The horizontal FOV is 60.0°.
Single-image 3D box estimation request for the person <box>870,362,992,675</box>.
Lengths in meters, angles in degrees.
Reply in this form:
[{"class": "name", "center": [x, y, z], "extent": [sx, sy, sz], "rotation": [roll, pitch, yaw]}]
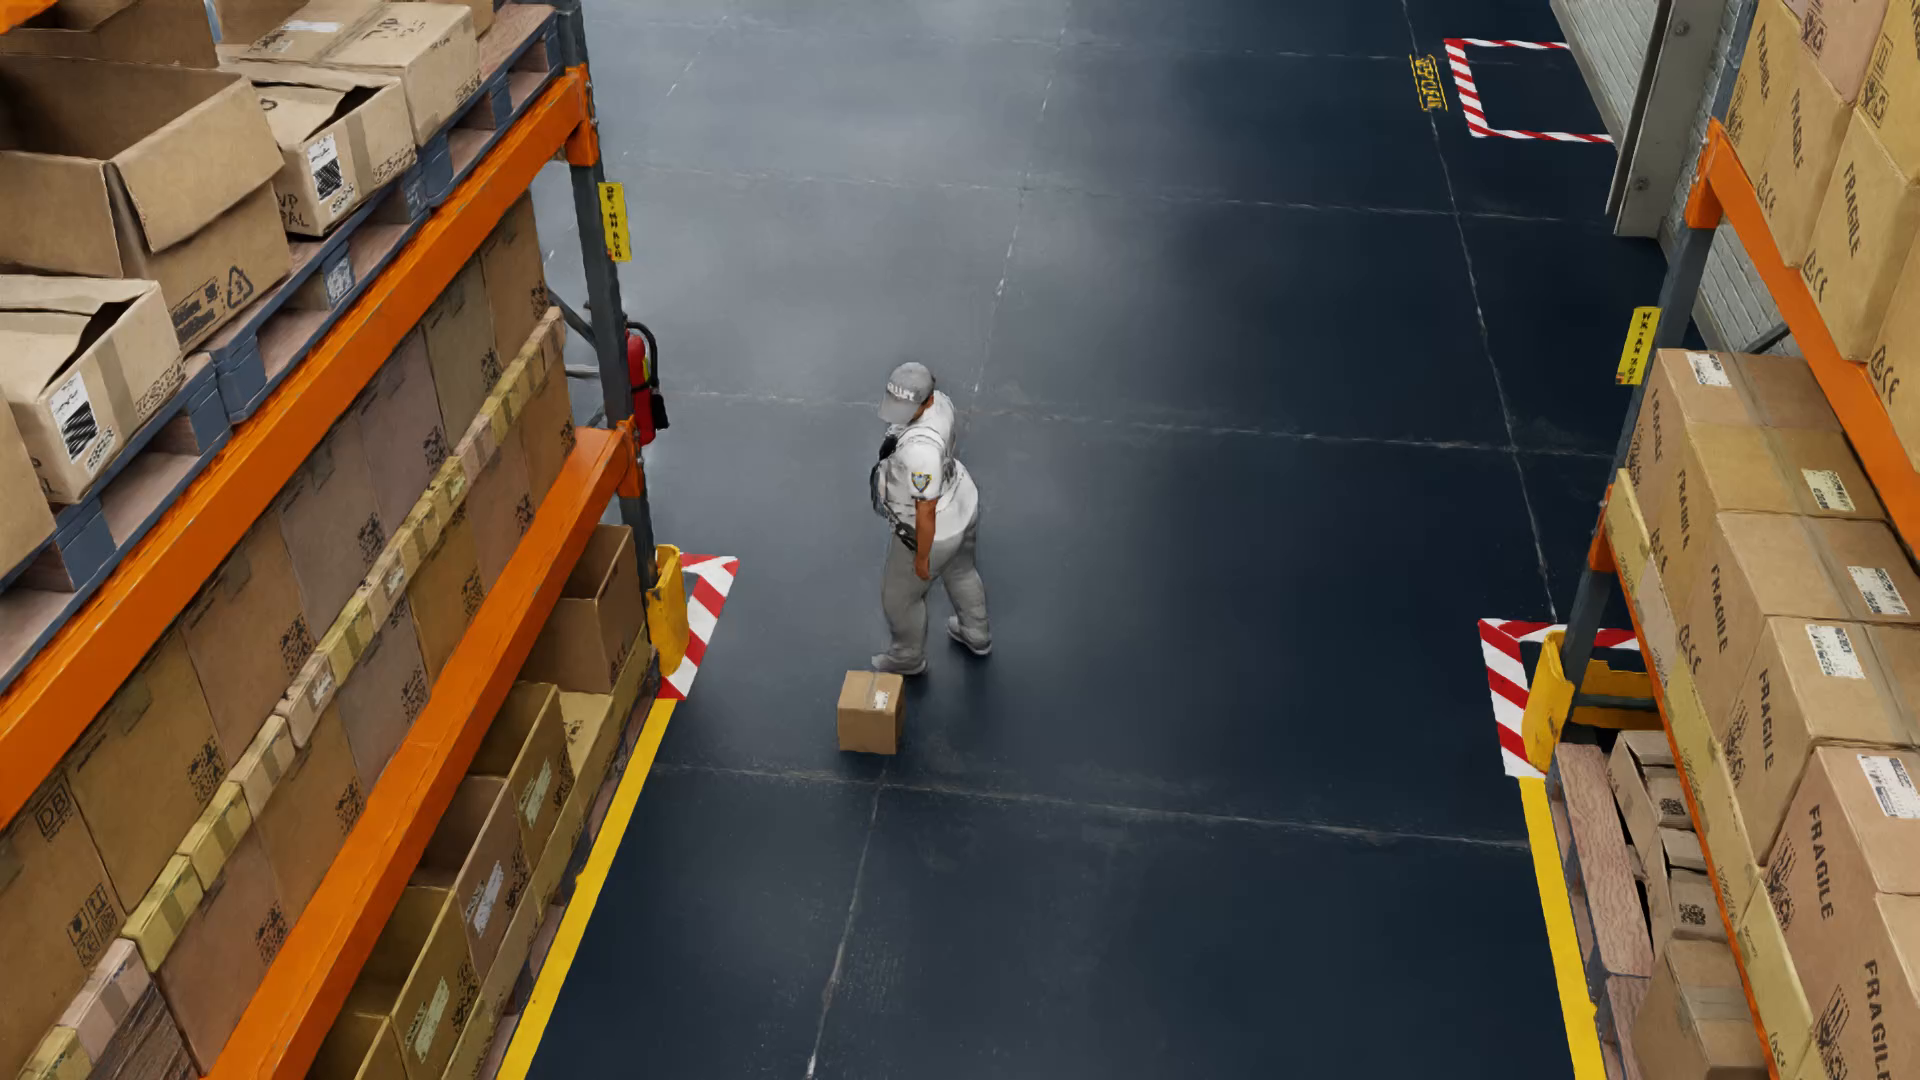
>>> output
[{"class": "person", "center": [-0.148, -0.078, 7.191], "extent": [0.544, 1.697, 0.604], "rotation": [10, 37, 13]}]
